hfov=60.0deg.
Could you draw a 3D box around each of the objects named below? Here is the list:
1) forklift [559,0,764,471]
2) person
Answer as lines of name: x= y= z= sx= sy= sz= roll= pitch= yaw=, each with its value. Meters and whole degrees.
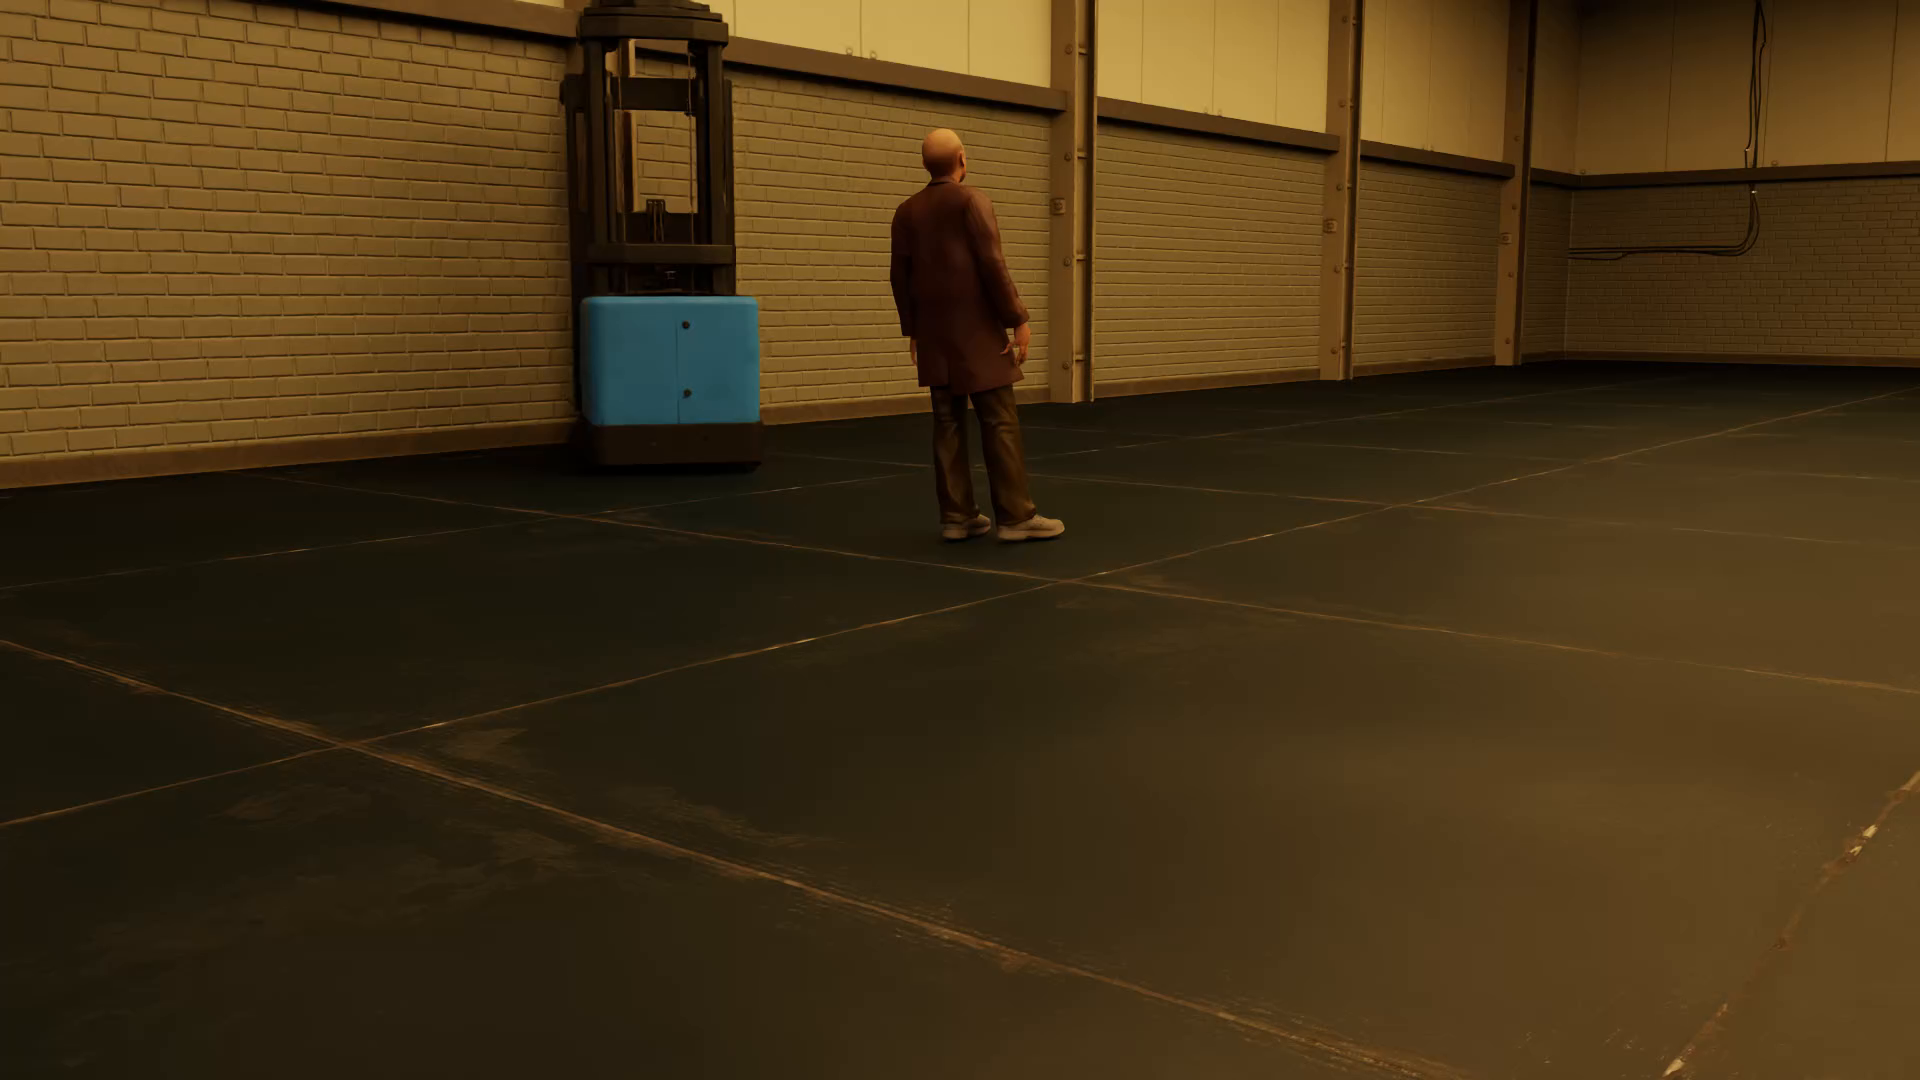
forklift: x=-2.114 y=-2.052 z=11.302 sx=1.130 sy=2.935 sz=3.031 roll=-2 pitch=9 yaw=-16
person: x=0.061 y=-0.897 z=7.342 sx=0.696 sy=1.776 sz=0.582 roll=7 pitch=11 yaw=38
